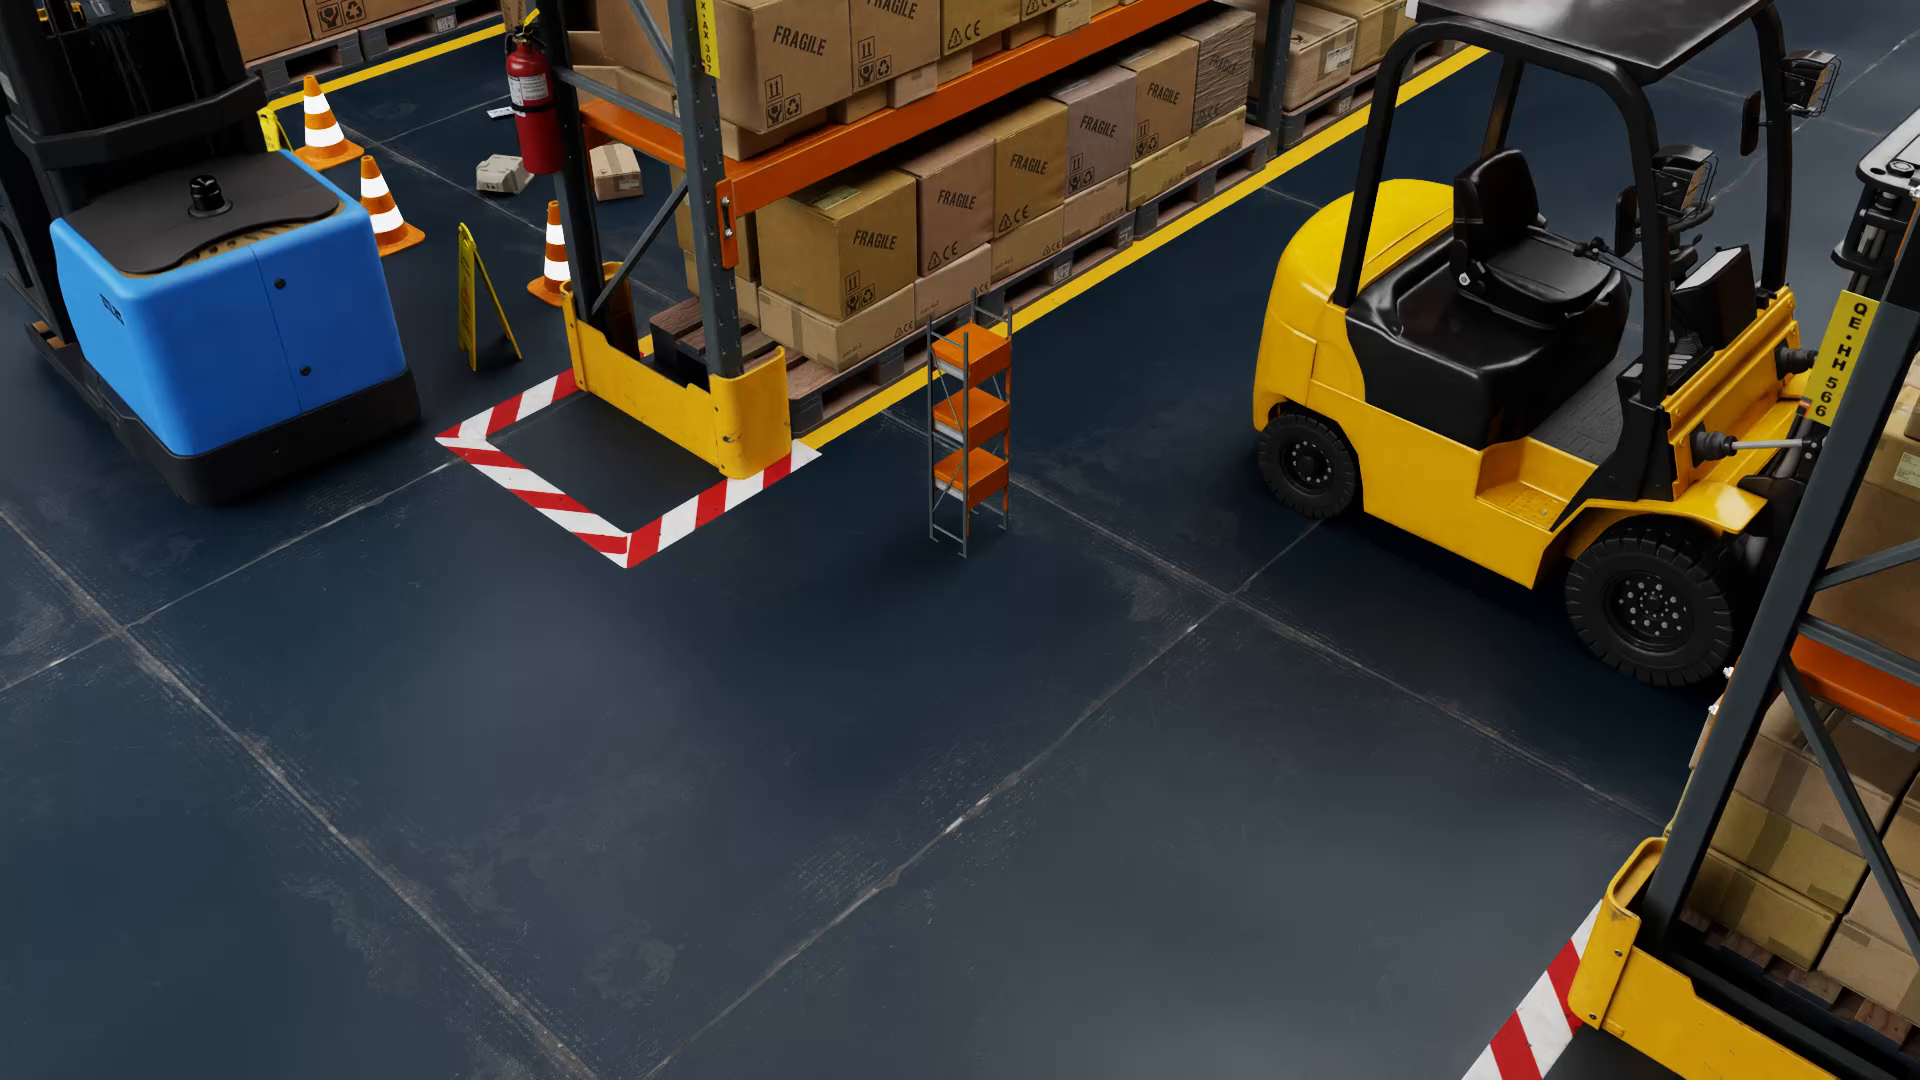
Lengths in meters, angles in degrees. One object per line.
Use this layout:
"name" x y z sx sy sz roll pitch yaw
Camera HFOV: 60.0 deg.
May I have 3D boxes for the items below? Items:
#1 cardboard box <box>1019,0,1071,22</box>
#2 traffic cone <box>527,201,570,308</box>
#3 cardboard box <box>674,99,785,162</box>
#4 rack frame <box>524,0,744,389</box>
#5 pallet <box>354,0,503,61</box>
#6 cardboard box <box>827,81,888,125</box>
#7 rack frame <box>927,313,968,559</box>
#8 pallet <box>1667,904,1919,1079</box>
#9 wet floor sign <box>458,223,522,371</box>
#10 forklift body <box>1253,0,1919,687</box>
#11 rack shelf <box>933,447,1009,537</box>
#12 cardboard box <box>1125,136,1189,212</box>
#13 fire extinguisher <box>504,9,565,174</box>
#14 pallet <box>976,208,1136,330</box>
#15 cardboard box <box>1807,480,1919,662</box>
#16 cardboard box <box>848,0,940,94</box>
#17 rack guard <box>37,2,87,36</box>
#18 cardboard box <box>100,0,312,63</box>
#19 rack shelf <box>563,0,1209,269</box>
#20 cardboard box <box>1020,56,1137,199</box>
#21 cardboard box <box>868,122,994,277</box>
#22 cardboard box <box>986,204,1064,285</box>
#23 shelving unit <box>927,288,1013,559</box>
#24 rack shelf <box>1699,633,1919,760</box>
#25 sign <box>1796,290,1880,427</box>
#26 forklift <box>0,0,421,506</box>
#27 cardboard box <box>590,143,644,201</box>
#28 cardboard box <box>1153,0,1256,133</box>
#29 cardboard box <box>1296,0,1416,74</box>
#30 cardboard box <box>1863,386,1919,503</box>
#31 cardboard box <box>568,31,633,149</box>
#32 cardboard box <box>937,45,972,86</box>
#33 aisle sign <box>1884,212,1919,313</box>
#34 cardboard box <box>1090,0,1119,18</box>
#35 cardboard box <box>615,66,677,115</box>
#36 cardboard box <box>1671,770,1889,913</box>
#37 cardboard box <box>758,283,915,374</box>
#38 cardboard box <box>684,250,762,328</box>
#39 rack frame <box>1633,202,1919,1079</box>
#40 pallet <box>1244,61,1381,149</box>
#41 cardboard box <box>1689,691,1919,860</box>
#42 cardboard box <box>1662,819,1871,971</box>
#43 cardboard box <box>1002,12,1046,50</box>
"cardboard box" 0.248 -2.670 7.379 0.500 0.500 0.500 29 47 31
"traffic cone" -1.965 -1.449 8.200 0.336 0.463 0.334 30 47 32
"cardboard box" -0.921 -1.674 6.646 0.380 0.149 0.250 30 47 32
"rack frame" -1.303 -1.703 6.481 1.000 3.000 0.127 30 47 32
"pallet" -3.721 -3.601 11.109 1.003 0.211 1.213 30 47 32
"cardboard box" -0.523 -1.883 6.910 0.380 0.149 0.250 28 46 31
"rack frame" -0.046 -0.379 6.384 0.200 1.050 0.008 30 47 32
"pallet" 2.848 1.102 5.194 1.003 0.211 1.213 30 47 32
"wet floor sign" -2.221 -1.143 7.669 0.232 0.644 0.267 -18 42 -21
"forklift body" 2.296 -0.925 6.185 2.313 2.155 1.214 30 47 32
"rack shelf" 0.036 -0.210 6.634 0.215 0.259 0.240 30 47 32
"cardboard box" 0.843 -1.995 8.721 0.500 0.250 0.500 28 46 31
"fire extinguisher" -1.721 -1.813 6.683 0.296 0.674 0.183 30 47 32
"pallet" 0.145 -1.562 8.545 1.003 0.211 1.213 30 47 32
"cardboard box" 2.501 0.004 4.254 0.500 0.500 0.500 29 47 31
"cardboard box" -0.432 -2.199 6.786 0.500 0.500 0.500 31 48 33
"rack guard" -5.042 -2.745 9.801 1.175 0.500 0.348 30 47 32
"cardboard box" -4.617 -3.407 9.994 0.875 0.875 0.875 30 47 32
"rack shelf" 0.046 -2.340 7.861 1.077 0.370 4.000 30 47 32
"cardboard box" 0.509 -2.068 8.210 0.500 0.500 0.500 -31 48 -33
"cardboard box" -0.190 -1.592 7.611 0.500 0.500 0.500 28 46 30
"cardboard box" 0.154 -1.533 8.139 0.500 0.250 0.500 -31 48 -33
"shelving unit" 0.036 -0.435 6.454 0.215 1.050 0.252 30 47 32
"rack shelf" 3.712 -0.257 5.242 1.077 0.370 4.000 30 47 32
"sign" 1.972 -0.400 3.723 0.100 0.325 0.005 30 47 32
"forklift" -3.740 -2.121 7.062 1.130 2.935 3.031 -29 47 -32
"cardboard box" -1.911 -2.037 9.192 0.250 0.149 0.380 -11 40 -14
"cardboard box" 1.194 -2.538 8.800 0.500 0.500 0.500 29 47 31
"cardboard box" 2.230 -3.250 10.201 0.625 0.372 0.950 -31 48 -33
"cardboard box" 2.390 -0.190 3.978 0.380 0.149 0.250 30 48 32
"cardboard box" -1.987 -2.596 9.610 0.797 0.503 0.637 2 39 2
"cardboard box" -0.168 -2.114 7.200 0.380 0.149 0.250 31 48 33
"aisle sign" 2.102 -0.731 3.170 0.394 0.787 0.004 30 47 32
"cardboard box" 0.526 -2.593 7.803 0.380 0.149 0.250 29 47 31
"cardboard box" -1.209 -1.866 6.888 0.380 0.149 0.250 31 48 33
"cardboard box" 2.461 0.741 4.878 0.500 0.250 0.500 29 47 31
"cardboard box" -0.555 -1.045 7.526 0.500 0.250 0.500 29 47 32
"cardboard box" -0.940 -1.286 7.829 0.500 0.250 0.500 29 47 32
"rack frame" 2.363 0.380 3.862 1.000 3.000 0.127 30 47 32
"pallet" 1.919 -2.807 10.111 1.003 0.211 1.213 30 47 32
"cardboard box" 2.444 0.558 4.707 0.500 0.250 0.500 31 48 33
"cardboard box" 2.447 0.943 5.026 0.500 0.250 0.500 30 47 32
"cardboard box" 0.166 -2.369 7.521 0.380 0.149 0.250 28 46 31
